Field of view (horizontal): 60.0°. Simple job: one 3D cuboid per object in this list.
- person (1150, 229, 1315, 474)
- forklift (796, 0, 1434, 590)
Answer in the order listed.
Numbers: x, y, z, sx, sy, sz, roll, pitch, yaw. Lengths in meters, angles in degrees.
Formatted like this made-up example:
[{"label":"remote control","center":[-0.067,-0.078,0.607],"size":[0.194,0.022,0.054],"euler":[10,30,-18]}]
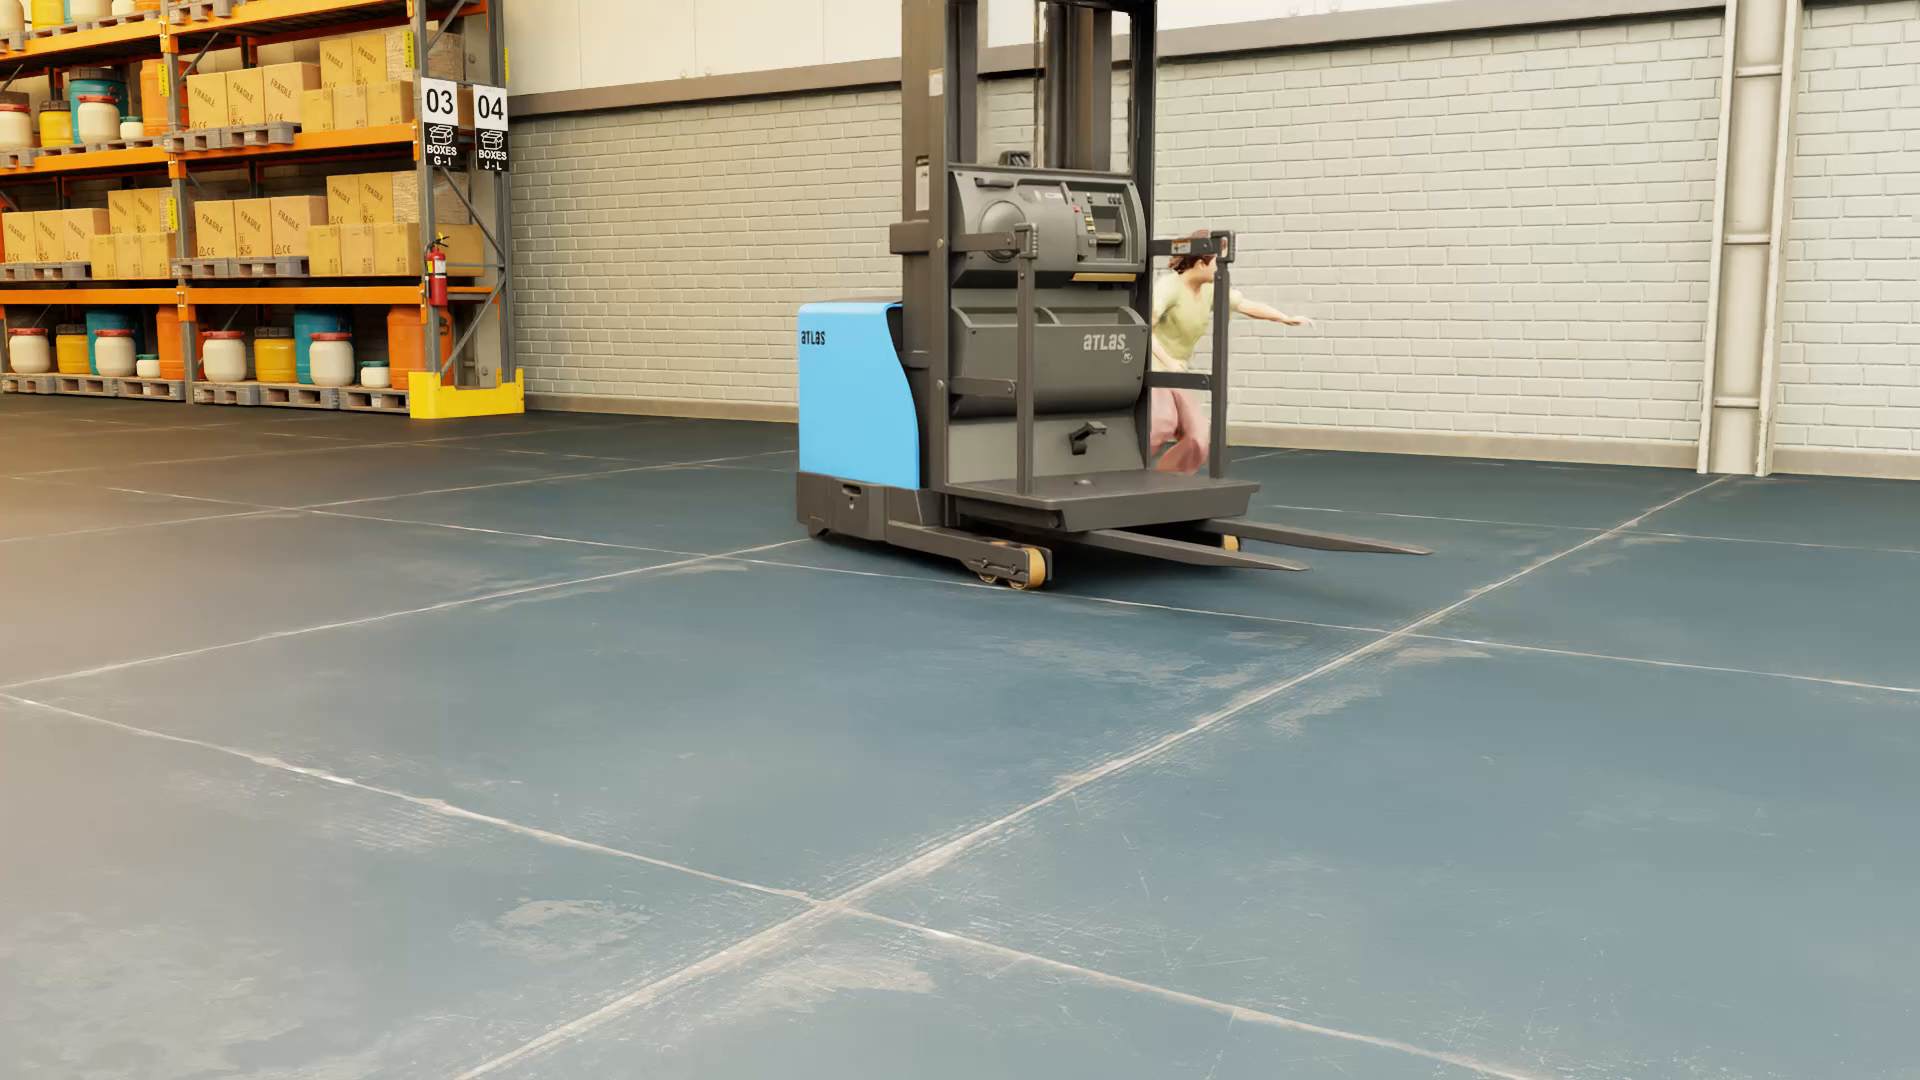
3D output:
[{"label":"person","center":[1.059,-0.758,7.908],"size":[0.812,1.429,1.197],"euler":[7,11,40]},{"label":"forklift","center":[0.498,-1.337,6.598],"size":[1.130,2.935,3.031],"euler":[-6,10,-34]}]
